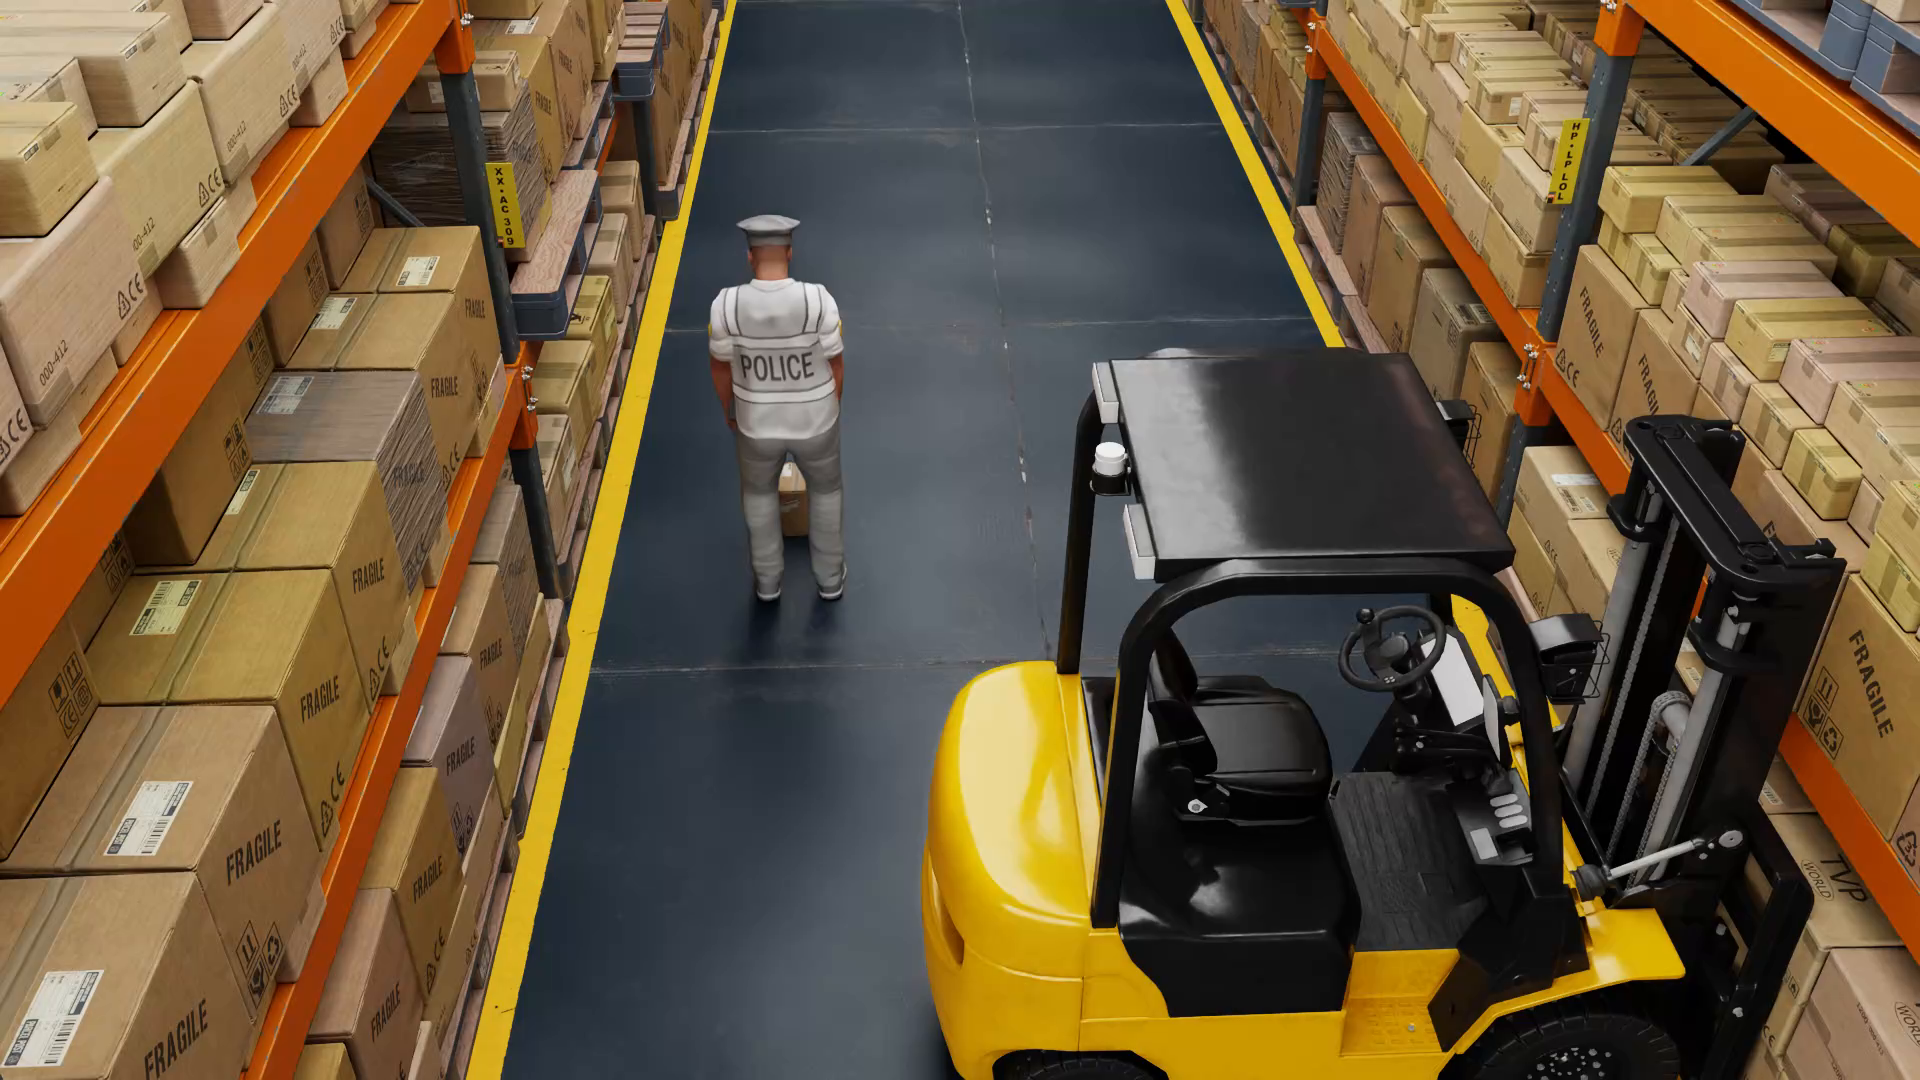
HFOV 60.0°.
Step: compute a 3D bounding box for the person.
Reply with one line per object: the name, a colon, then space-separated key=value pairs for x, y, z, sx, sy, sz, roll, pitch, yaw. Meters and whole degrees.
person: x=-0.740 y=-0.502 z=6.887 sx=0.541 sy=1.729 sz=0.408 roll=-1 pitch=35 yaw=-2
